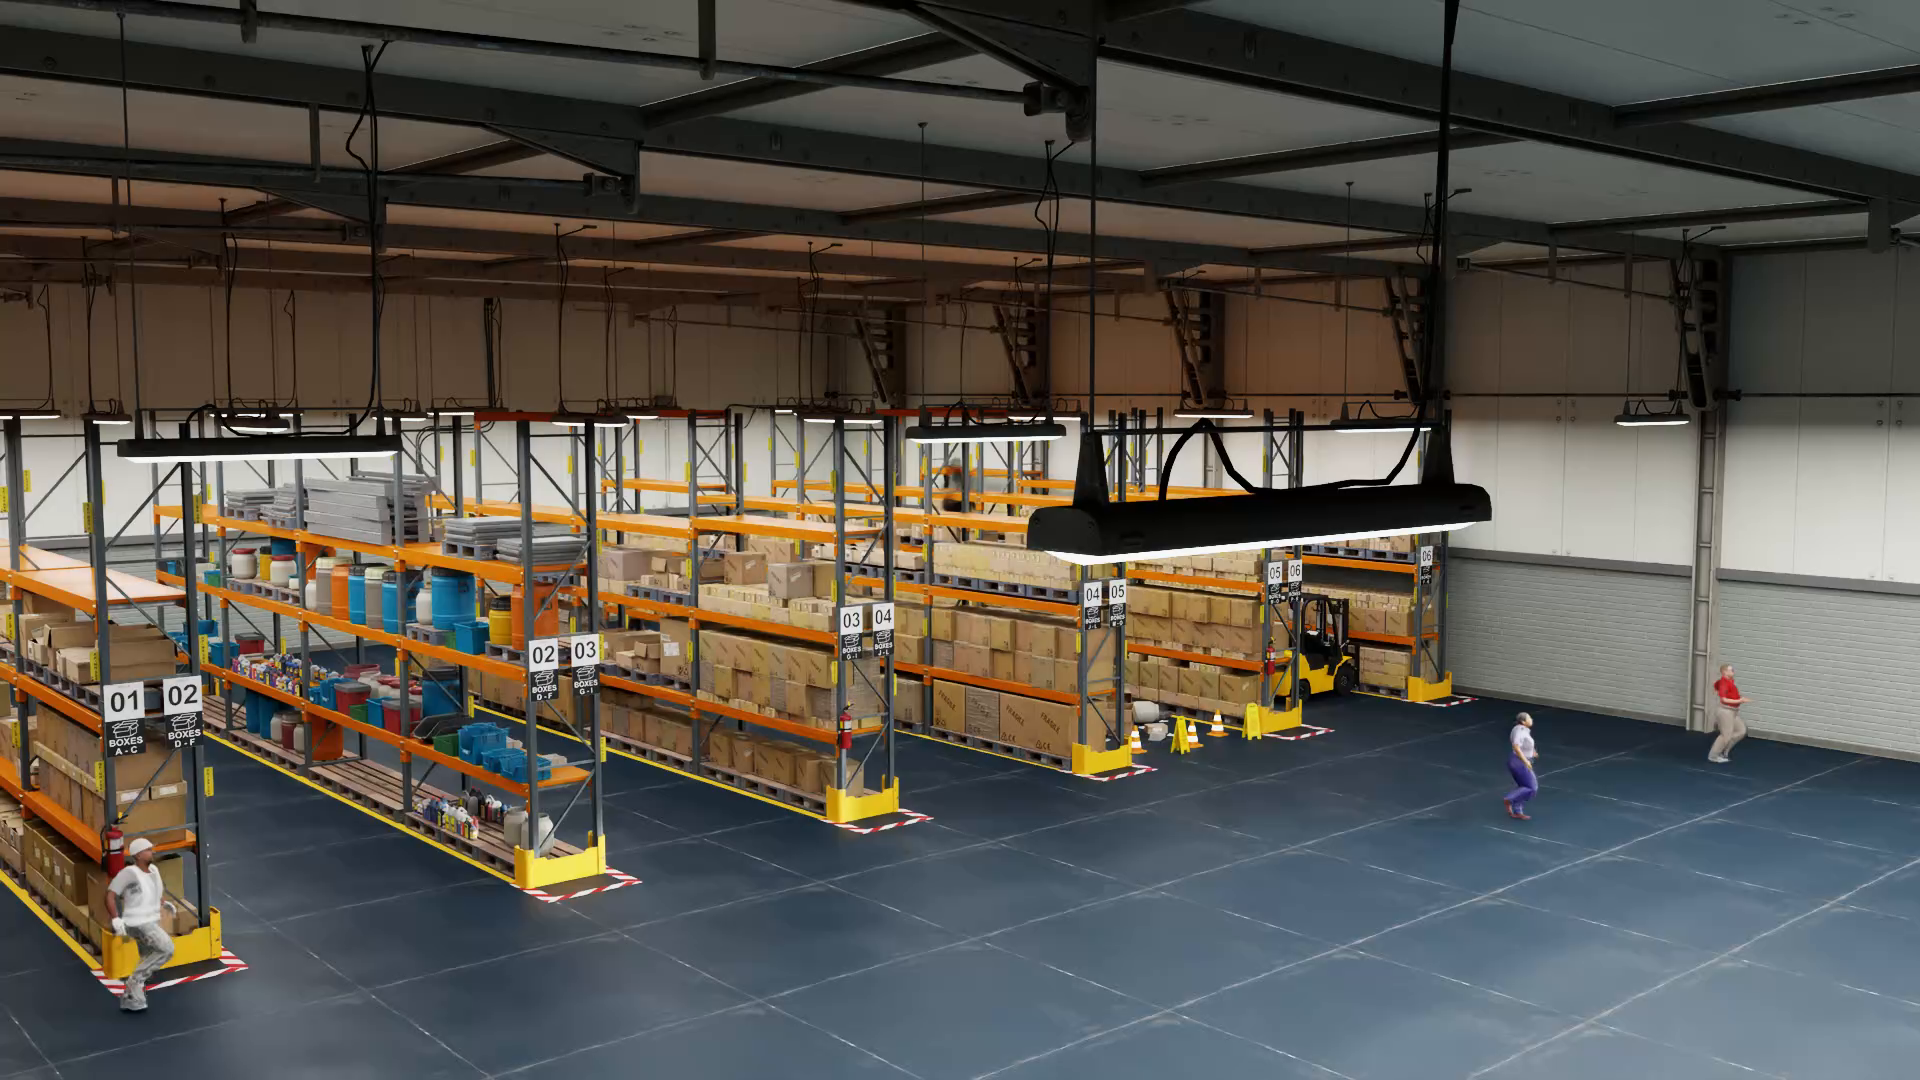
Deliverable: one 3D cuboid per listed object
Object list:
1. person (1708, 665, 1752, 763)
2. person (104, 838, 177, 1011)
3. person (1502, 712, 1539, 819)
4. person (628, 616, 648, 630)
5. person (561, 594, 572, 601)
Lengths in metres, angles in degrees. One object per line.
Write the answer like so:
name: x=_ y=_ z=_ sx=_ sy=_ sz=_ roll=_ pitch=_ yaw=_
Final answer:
person: x=13.175 y=2.994 z=28.421 sx=0.656 sy=1.736 sz=0.644 roll=3 pitch=6 yaw=33
person: x=-8.413 y=3.955 z=17.227 sx=0.607 sy=1.711 sz=0.723 roll=0 pitch=5 yaw=-4
person: x=8.357 y=3.361 z=24.811 sx=0.586 sy=1.617 sz=0.598 roll=0 pitch=5 yaw=5
person: x=-8.135 y=1.840 z=41.556 sx=0.879 sy=1.672 sz=0.713 roll=1 pitch=5 yaw=15
person: x=-9.289 y=2.074 z=39.089 sx=0.675 sy=1.645 sz=0.842 roll=-1 pitch=5 yaw=-11
